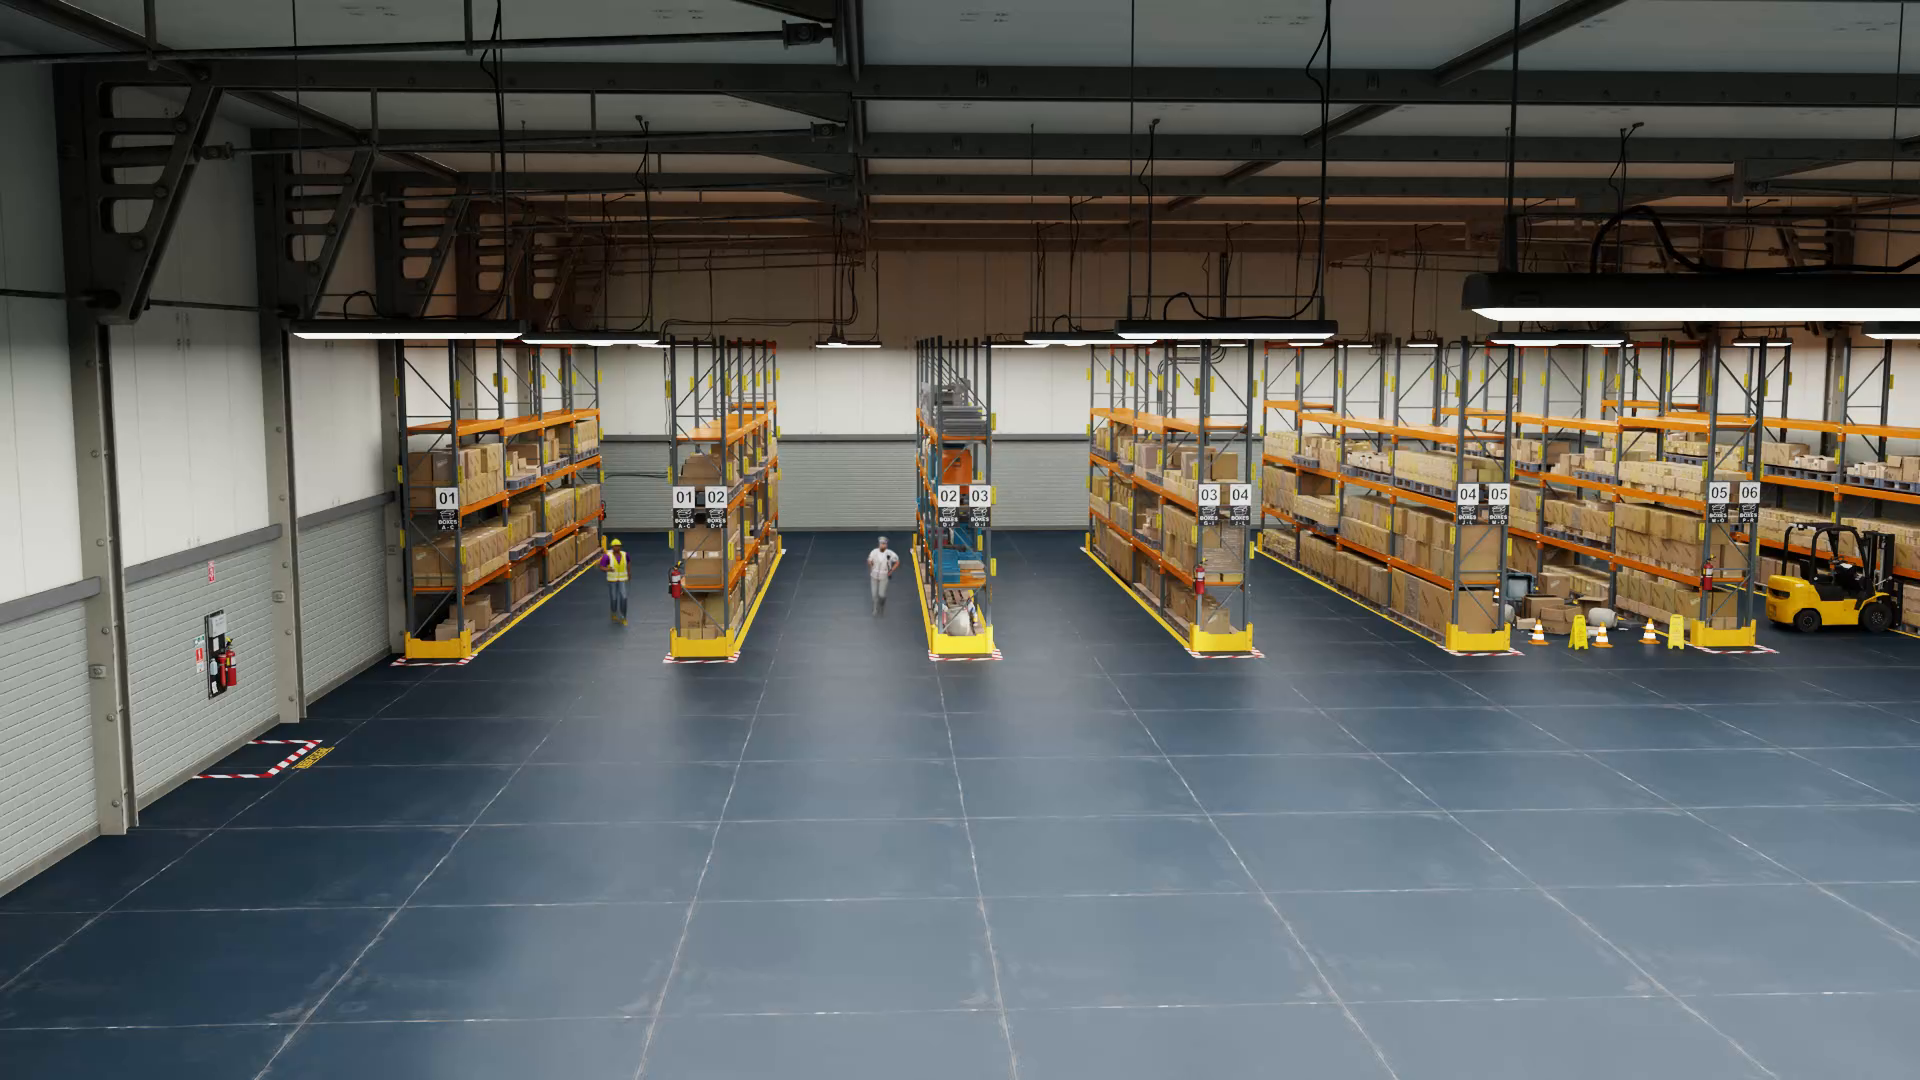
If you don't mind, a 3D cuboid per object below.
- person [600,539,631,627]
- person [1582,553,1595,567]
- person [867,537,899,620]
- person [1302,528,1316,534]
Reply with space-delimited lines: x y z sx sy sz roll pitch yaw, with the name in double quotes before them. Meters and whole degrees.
"person" -7.205 0.883 34.856 0.679 1.816 0.806 -2 7 -19
"person" 16.061 0.001 42.908 0.680 1.770 1.023 -1 7 -10
"person" -1.679 0.826 35.543 0.662 1.816 0.712 2 7 14
"person" 10.277 -0.666 48.787 0.684 1.724 0.515 -3 7 -27
